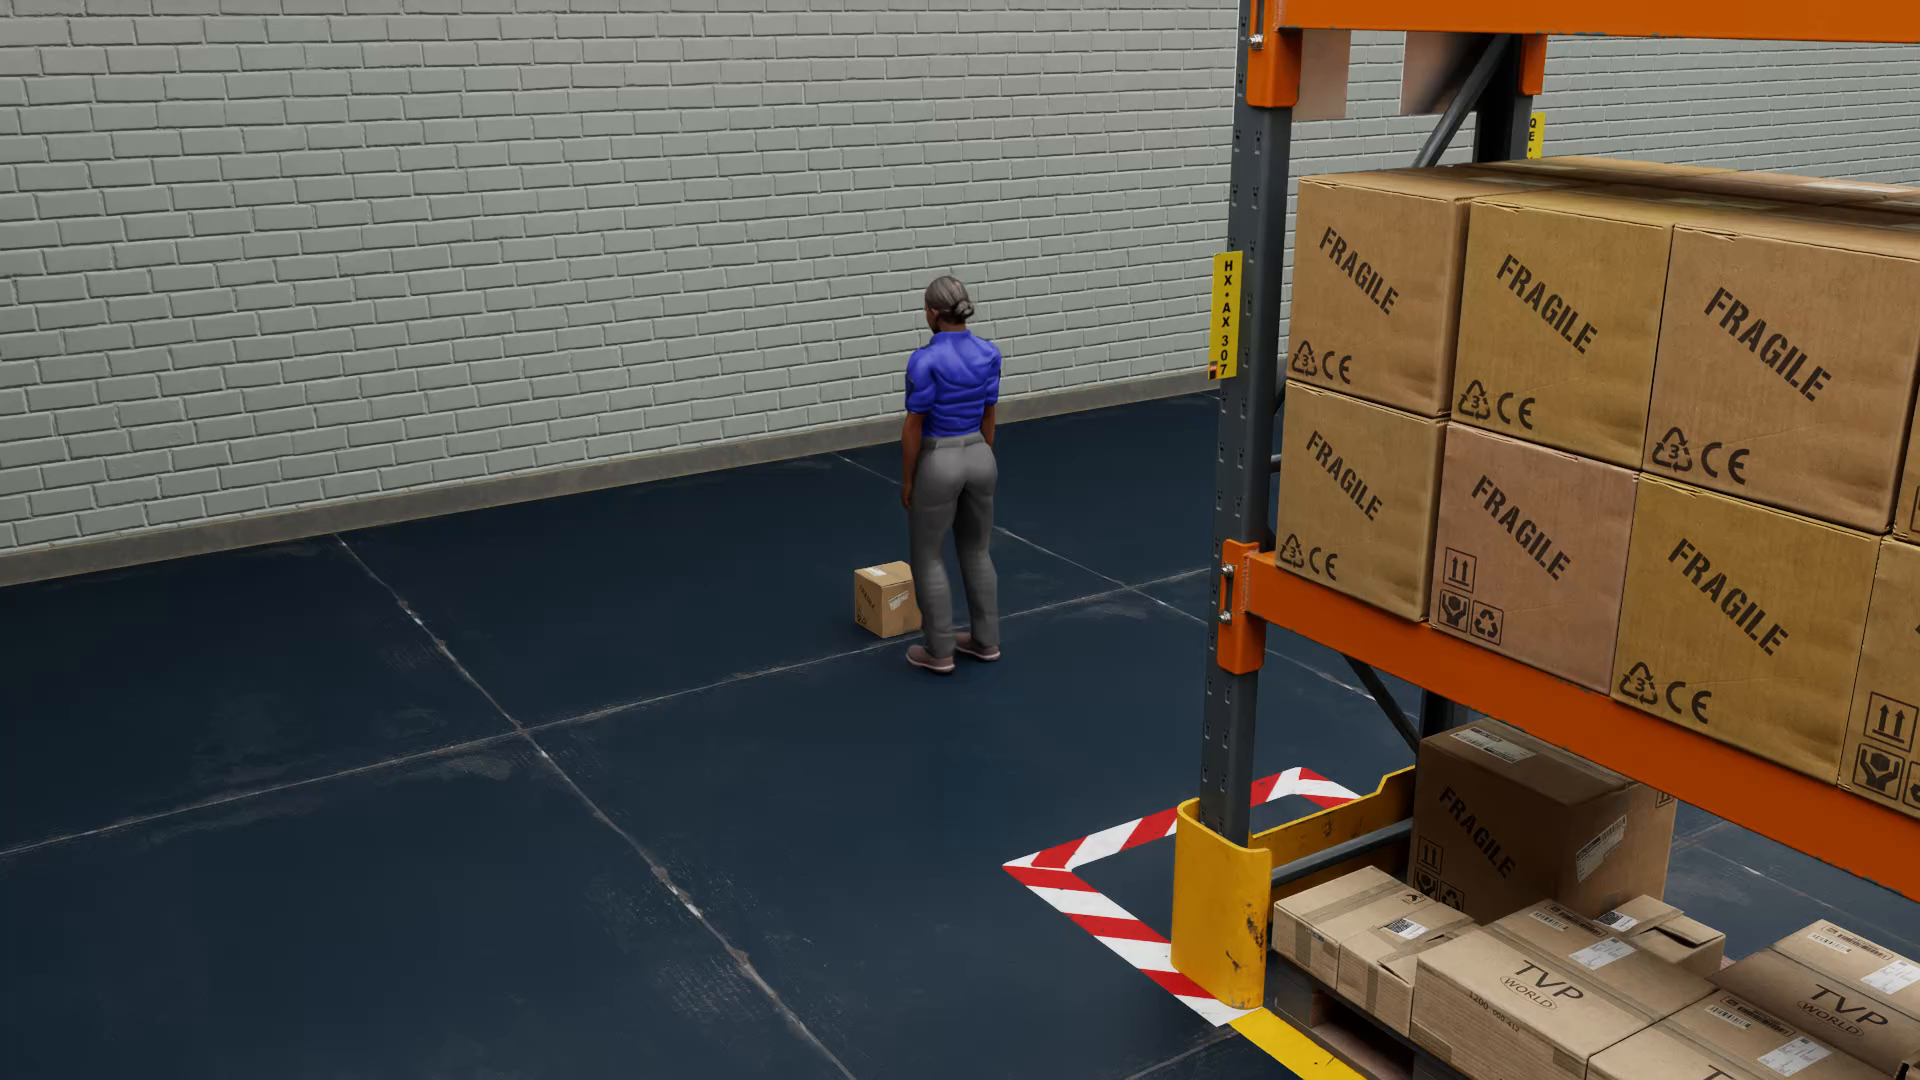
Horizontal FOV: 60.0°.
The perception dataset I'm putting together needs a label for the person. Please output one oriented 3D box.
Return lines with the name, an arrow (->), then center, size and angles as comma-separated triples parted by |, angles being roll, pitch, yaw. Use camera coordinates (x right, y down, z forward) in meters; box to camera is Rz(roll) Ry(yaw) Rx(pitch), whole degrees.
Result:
person -> -0.050, -0.266, 6.892 | 0.438, 1.656, 0.303 | -11, 21, -30
